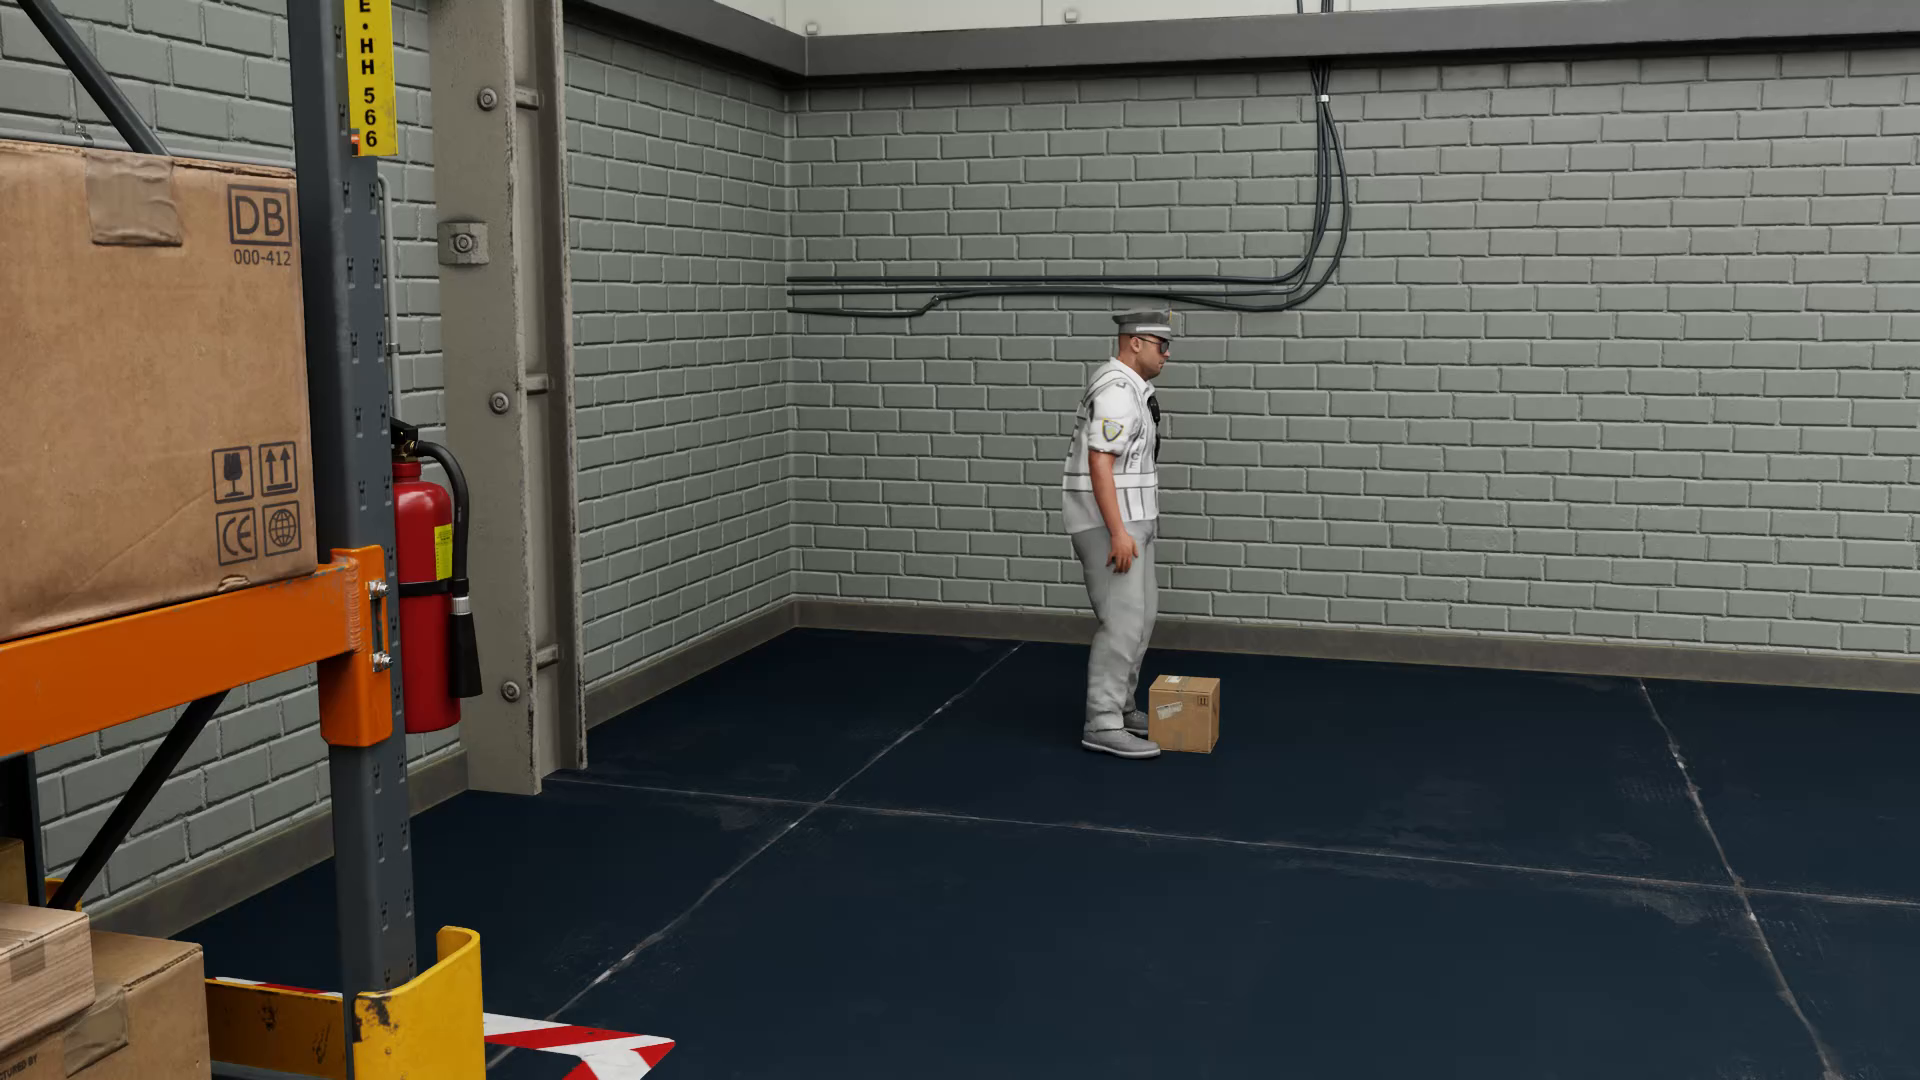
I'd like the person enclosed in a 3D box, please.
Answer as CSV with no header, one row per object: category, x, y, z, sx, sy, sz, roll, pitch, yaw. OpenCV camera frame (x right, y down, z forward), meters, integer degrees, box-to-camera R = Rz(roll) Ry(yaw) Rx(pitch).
person,0.636,-0.052,6.661,0.440,1.747,0.585,2,9,14
